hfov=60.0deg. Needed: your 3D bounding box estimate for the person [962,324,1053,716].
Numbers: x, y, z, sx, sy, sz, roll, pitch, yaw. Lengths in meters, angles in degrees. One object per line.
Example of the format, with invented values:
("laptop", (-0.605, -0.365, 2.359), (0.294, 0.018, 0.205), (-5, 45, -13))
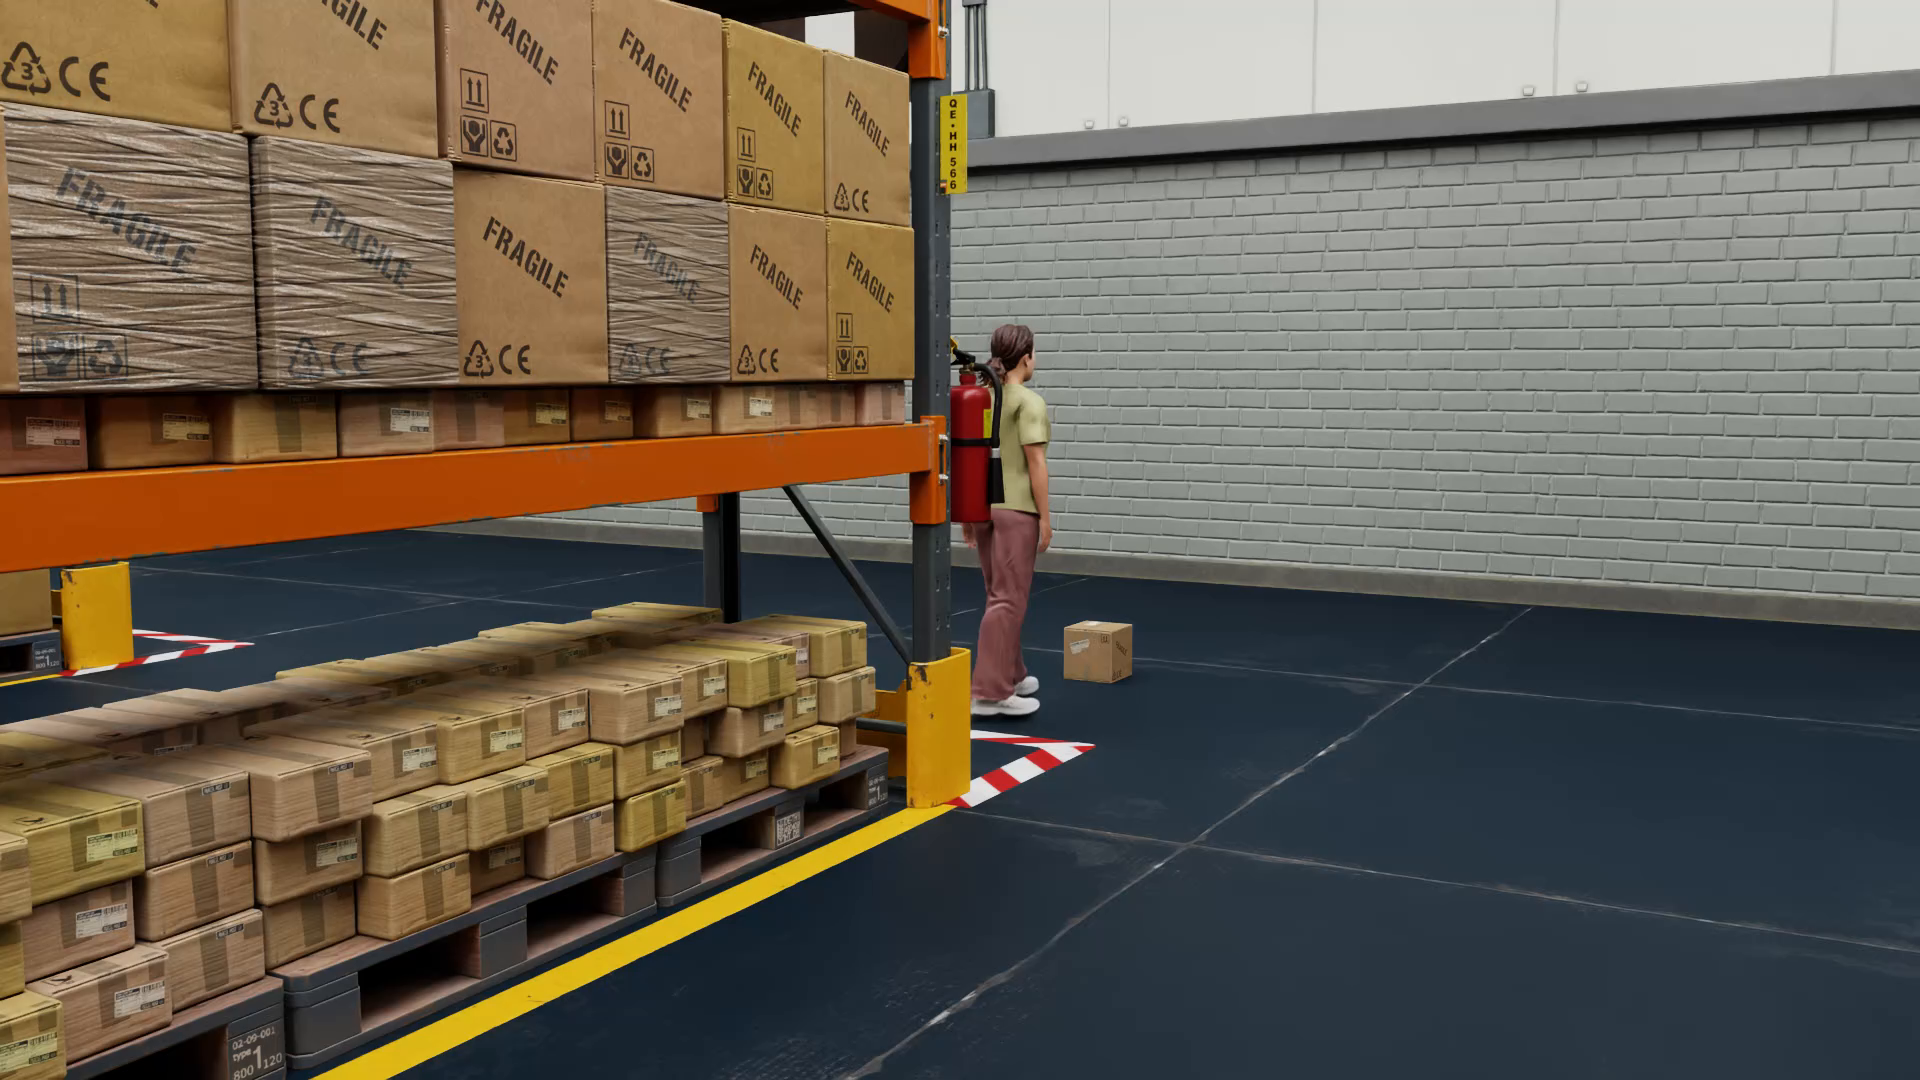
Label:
("person", (0.249, -0.098, 7.200), (0.620, 1.662, 0.484), (-5, 8, -41))
